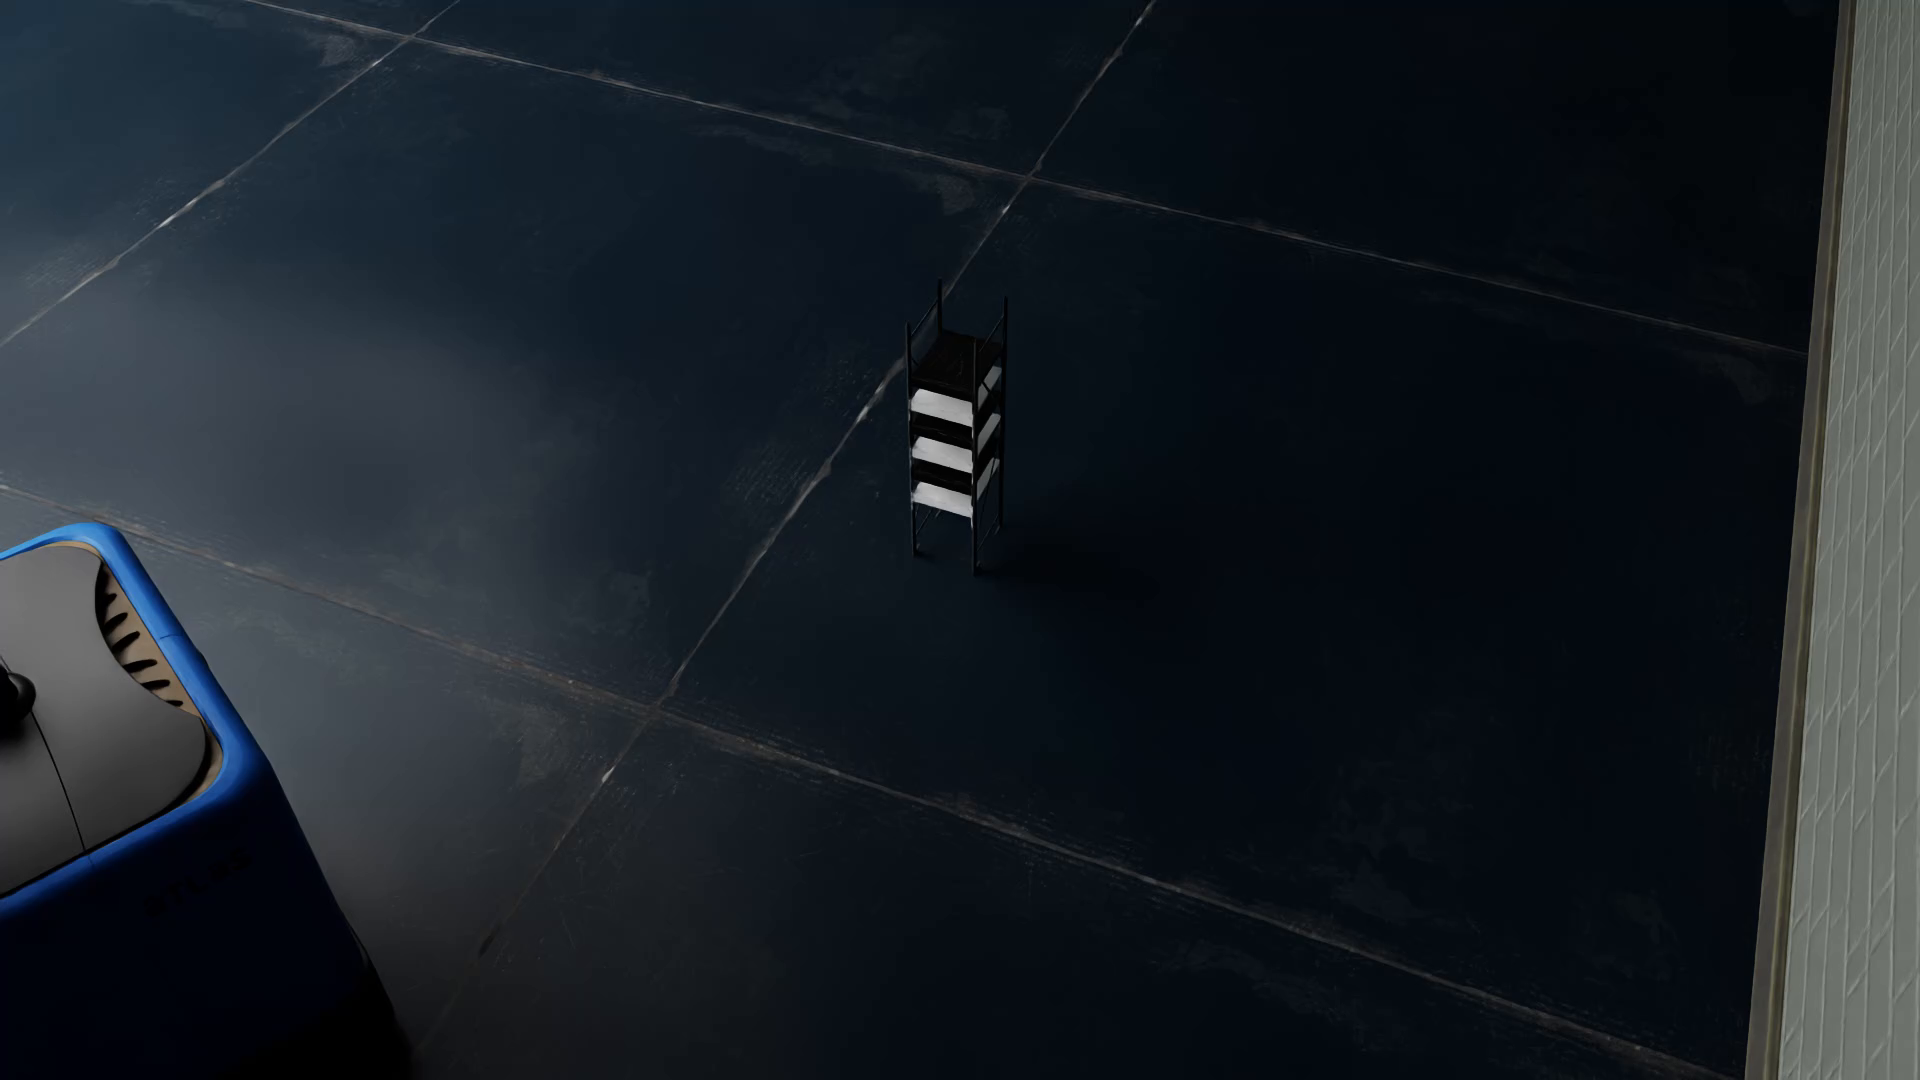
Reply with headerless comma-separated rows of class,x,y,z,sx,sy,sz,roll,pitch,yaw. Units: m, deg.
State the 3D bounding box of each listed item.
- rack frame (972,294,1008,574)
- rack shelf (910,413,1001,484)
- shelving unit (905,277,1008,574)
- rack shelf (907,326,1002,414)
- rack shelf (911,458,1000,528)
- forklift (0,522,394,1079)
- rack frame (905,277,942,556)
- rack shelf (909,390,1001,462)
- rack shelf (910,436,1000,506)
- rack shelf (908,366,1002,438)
rack frame,0.086,-0.294,4.907,0.006,0.900,0.240,16,47,16
rack shelf,-0.007,-0.298,4.958,0.200,0.077,0.258,16,47,16
shelving unit,-0.007,-0.321,4.935,0.210,0.900,0.258,16,47,16
rack shelf,-0.007,-0.489,4.768,0.200,0.077,0.258,16,47,16
rack shelf,-0.007,-0.170,5.085,0.200,0.077,0.258,16,47,16
forklift,-2.818,0.575,2.594,3.031,2.935,1.130,-30,52,-27
rack frame,-0.101,-0.349,4.963,0.006,0.900,0.240,16,47,16
rack shelf,-0.007,-0.361,4.895,0.200,0.077,0.258,16,47,16
rack shelf,-0.007,-0.234,5.022,0.200,0.077,0.258,16,47,16
rack shelf,-0.007,-0.425,4.831,0.200,0.077,0.258,16,47,16
